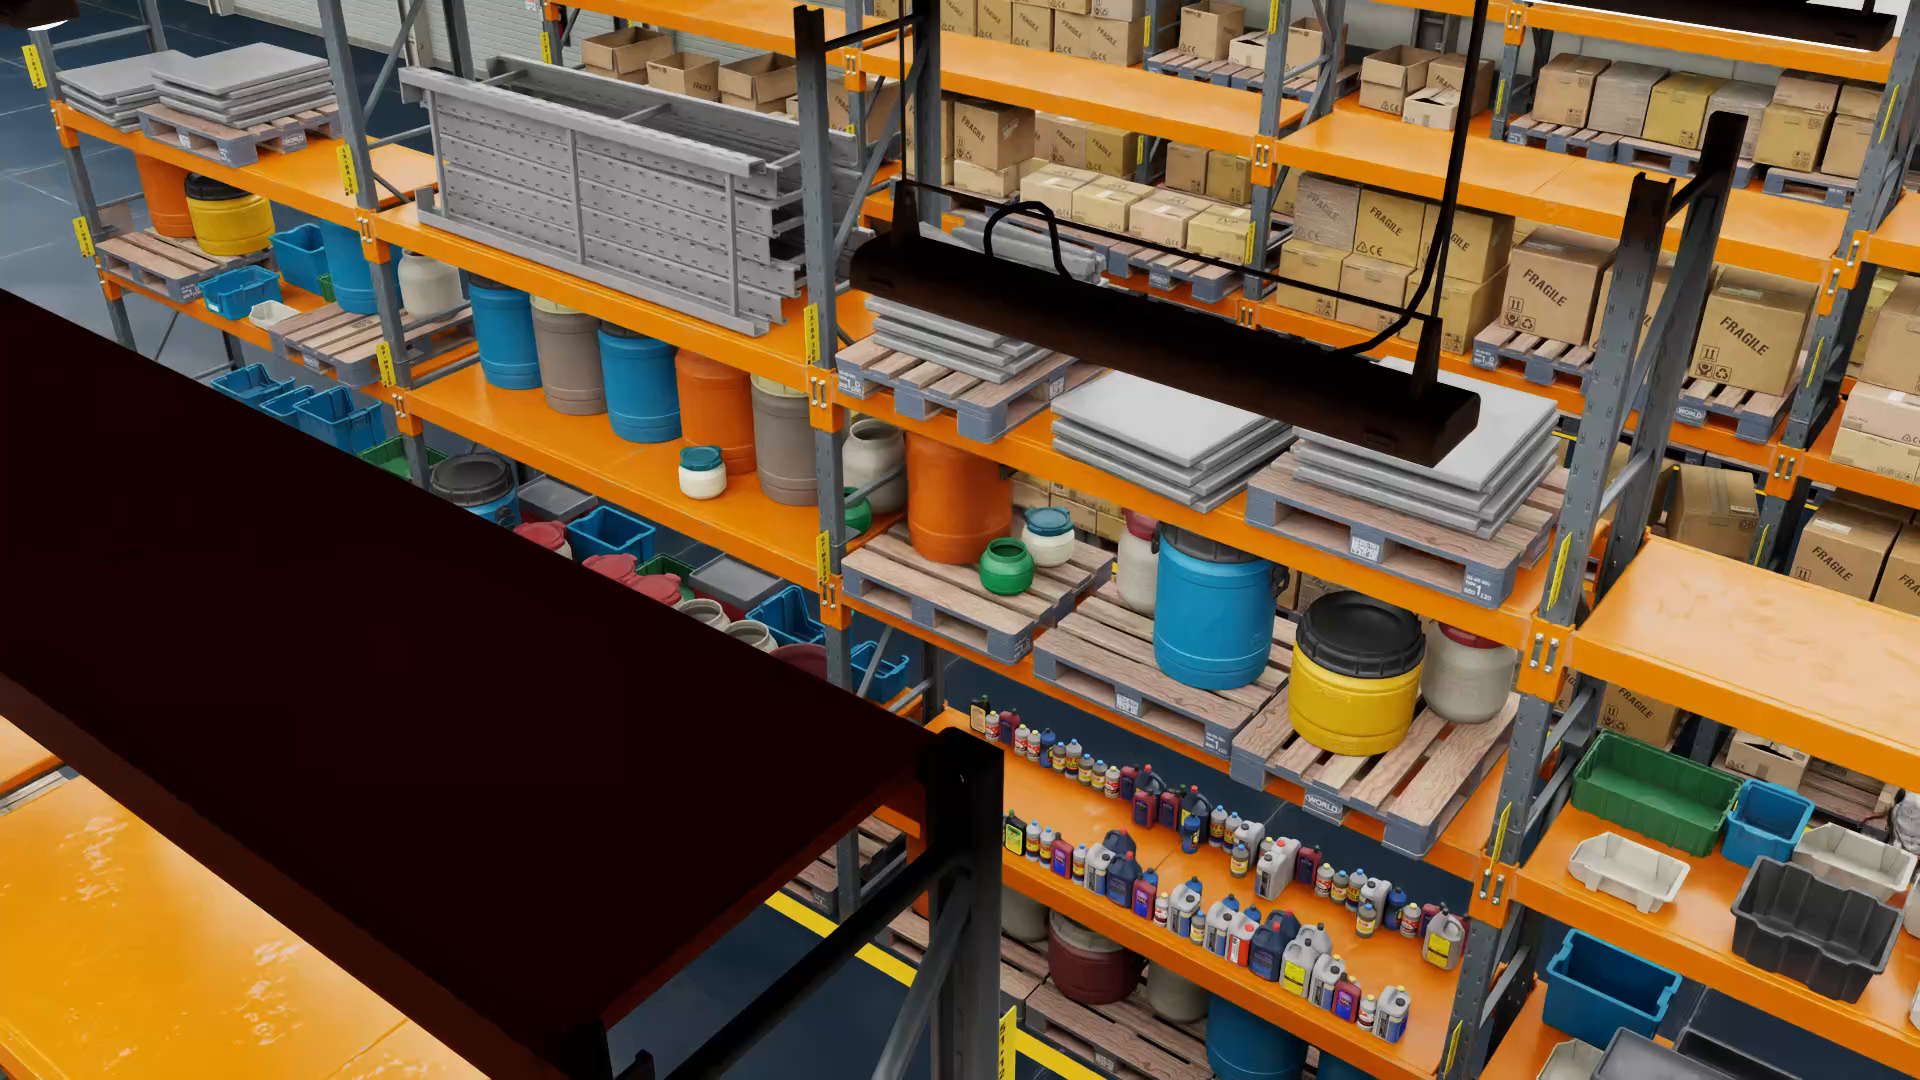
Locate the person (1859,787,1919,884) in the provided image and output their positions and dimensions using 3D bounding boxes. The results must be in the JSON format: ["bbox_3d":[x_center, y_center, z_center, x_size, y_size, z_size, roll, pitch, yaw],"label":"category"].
[{"bbox_3d":[6.072,1.967,10.523,0.563,1.608,0.741,-26,40,-36],"label":"person"}]
